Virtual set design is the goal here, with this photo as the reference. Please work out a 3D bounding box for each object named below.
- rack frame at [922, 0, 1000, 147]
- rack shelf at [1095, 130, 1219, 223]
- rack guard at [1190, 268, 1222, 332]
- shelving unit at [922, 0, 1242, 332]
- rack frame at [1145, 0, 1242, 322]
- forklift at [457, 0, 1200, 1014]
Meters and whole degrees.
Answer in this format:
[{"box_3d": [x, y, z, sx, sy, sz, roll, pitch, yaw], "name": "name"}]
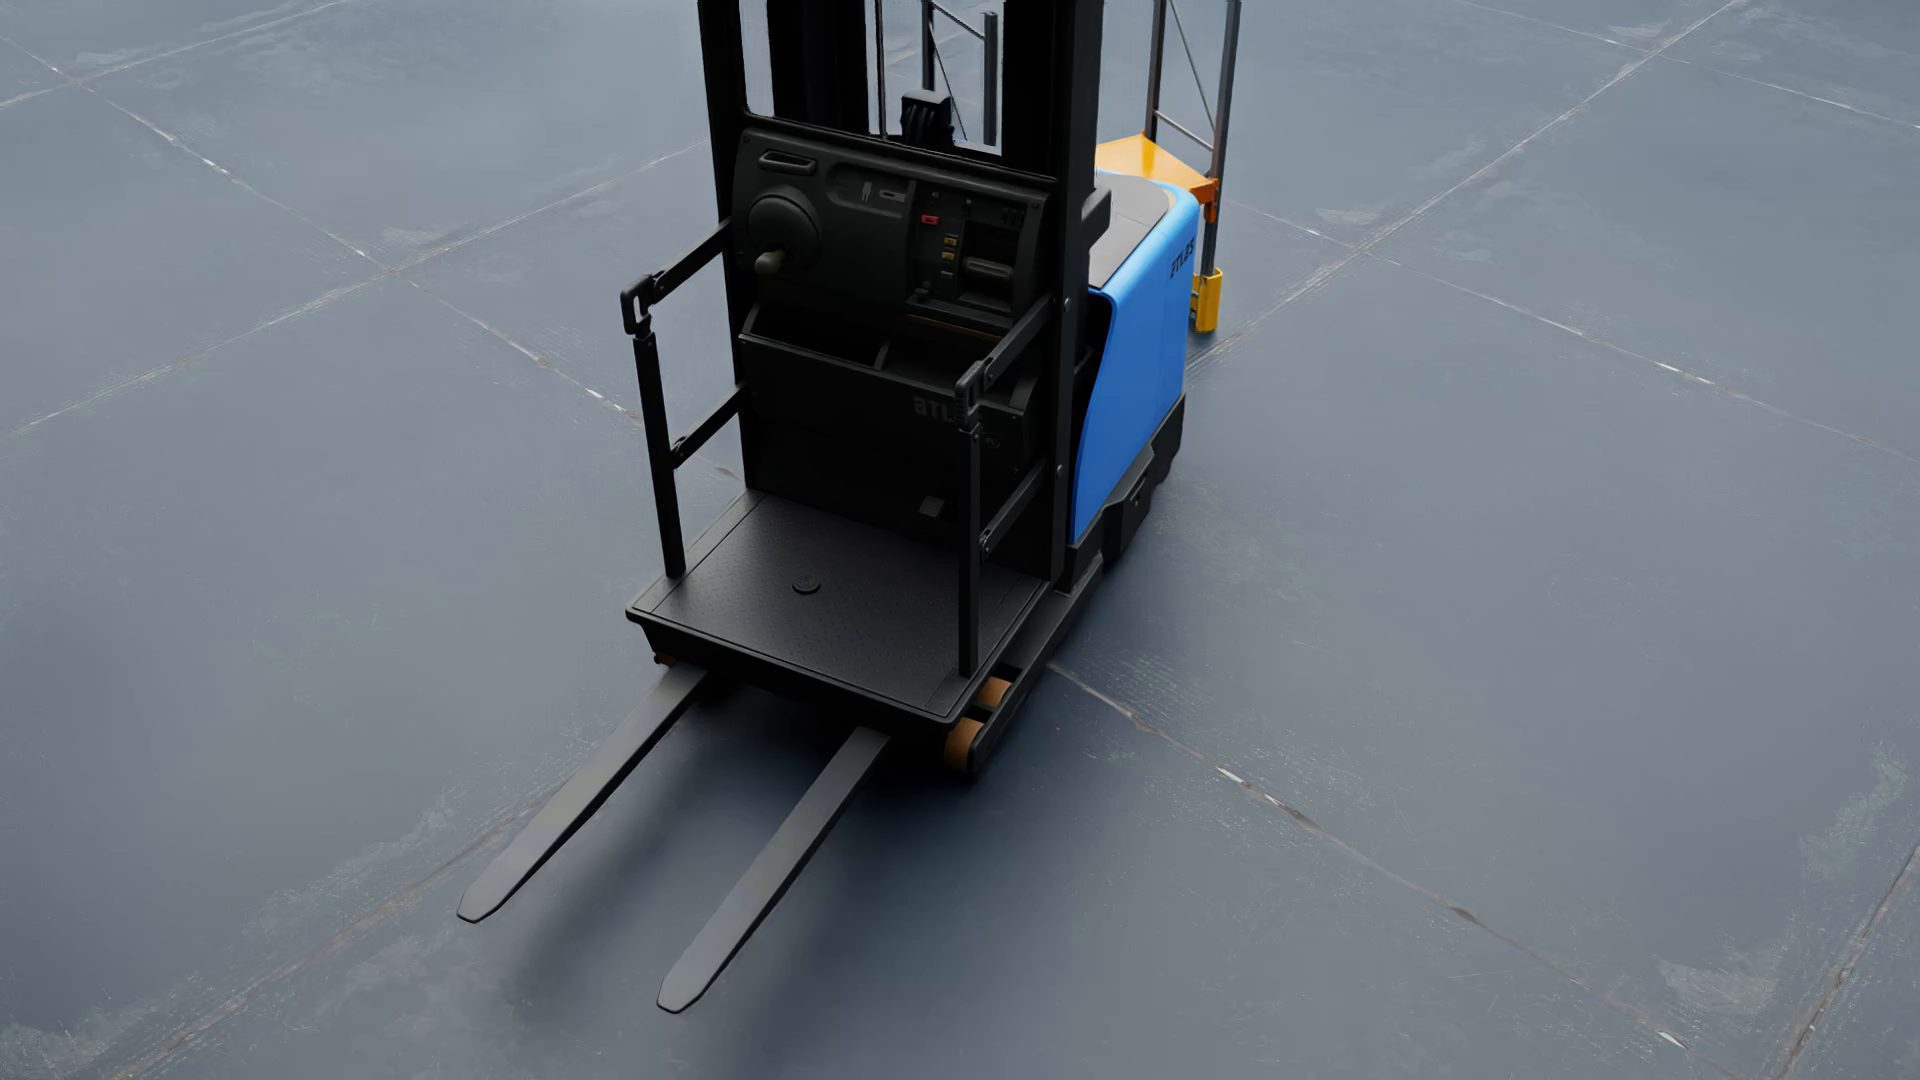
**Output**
[{"box_3d": [-0.001, -1.302, 6.183, 0.032, 1.500, 0.500, -19, 42, -22], "name": "rack frame"}, {"box_3d": [0.443, -1.315, 6.488, 1.000, 0.185, 0.538, -19, 42, -22], "name": "rack shelf"}, {"box_3d": [0.886, -1.120, 6.957, 0.087, 0.250, 0.587, -19, 42, -22], "name": "rack guard"}, {"box_3d": [0.451, -1.458, 6.379, 1.083, 1.500, 0.587, -19, 42, -22], "name": "shelving unit"}, {"box_3d": [0.888, -1.609, 6.569, 0.032, 1.500, 0.500, -19, 42, -22], "name": "rack frame"}, {"box_3d": [-0.302, -0.777, 4.372, 1.130, 2.935, 3.031, 17, 42, 20], "name": "forklift"}]
